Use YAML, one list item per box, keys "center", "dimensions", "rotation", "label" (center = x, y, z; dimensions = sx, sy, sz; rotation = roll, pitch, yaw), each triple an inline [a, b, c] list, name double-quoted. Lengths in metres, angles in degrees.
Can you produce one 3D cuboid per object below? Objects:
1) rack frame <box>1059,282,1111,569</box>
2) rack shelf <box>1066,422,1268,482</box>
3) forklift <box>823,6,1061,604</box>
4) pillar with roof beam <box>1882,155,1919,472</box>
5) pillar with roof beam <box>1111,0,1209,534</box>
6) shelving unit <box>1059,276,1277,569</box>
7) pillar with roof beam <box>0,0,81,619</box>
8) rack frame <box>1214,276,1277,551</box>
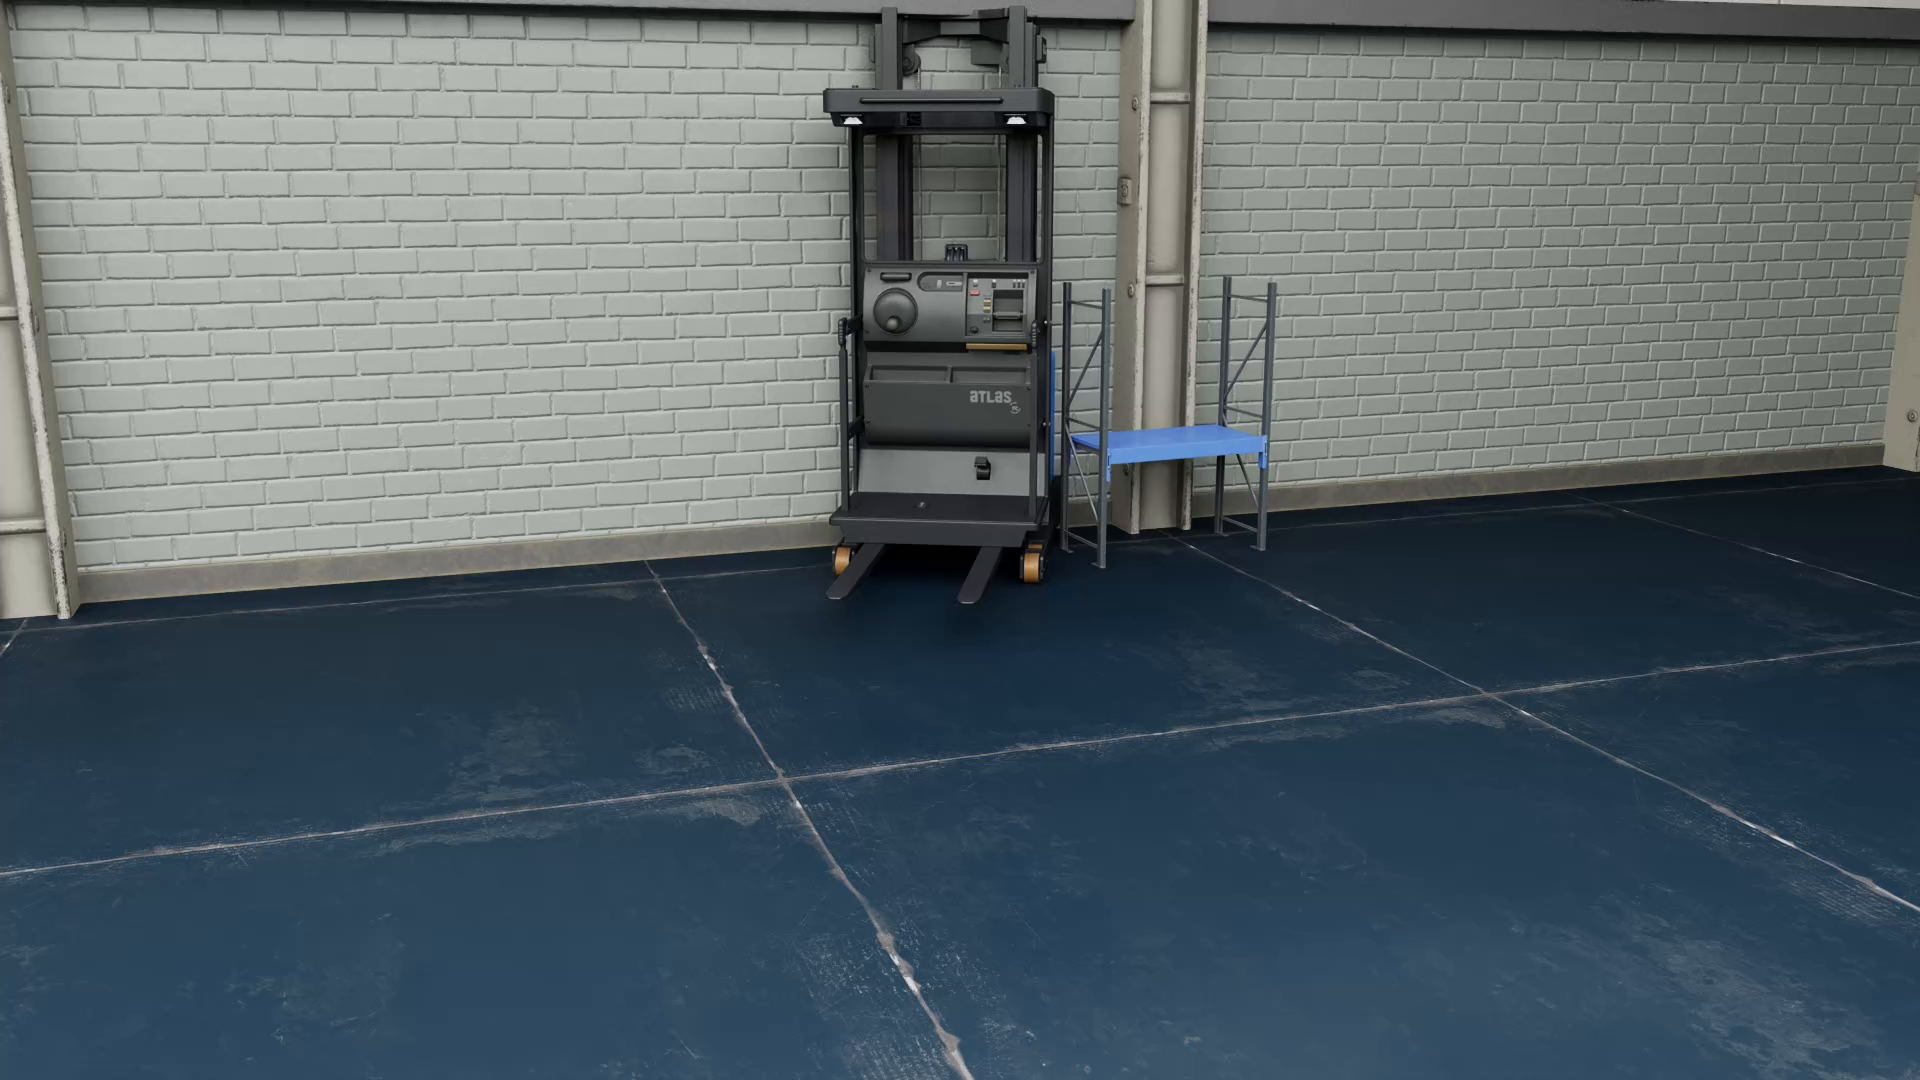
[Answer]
- center: [0.676, -0.628, 9.042]
  dimensions: [0.032, 1.500, 0.500]
  rotation: [-6, 14, -22]
  label: "rack frame"
- center: [1.144, -0.499, 9.278]
  dimensions: [1.000, 0.185, 0.538]
  rotation: [-6, 14, -22]
  label: "rack shelf"
- center: [-0.079, -1.282, 8.700]
  dimensions: [1.130, 2.935, 3.031]
  rotation: [2, 13, 7]
  label: "forklift"
- center: [8.204, -3.960, 6.847]
  dimensions: [0.400, 9.000, 9.100]
  rotation: [-4, 14, -18]
  label: "pillar with roof beam"
- center: [2.517, -3.518, 4.985]
  dimensions: [0.400, 9.000, 9.100]
  rotation: [-4, 14, -18]
  label: "pillar with roof beam"
- center: [1.144, -0.674, 9.236]
  dimensions: [1.048, 1.500, 0.538]
  rotation: [-6, 14, -22]
  label: "shelving unit"
- center: [-3.170, -3.075, 3.123]
  dimensions: [0.400, 9.000, 9.100]
  rotation: [-4, 14, -18]
  label: "pillar with roof beam"
- center: [1.611, -0.720, 9.430]
  dimensions: [0.032, 1.500, 0.500]
  rotation: [-6, 14, -22]
  label: "rack frame"
